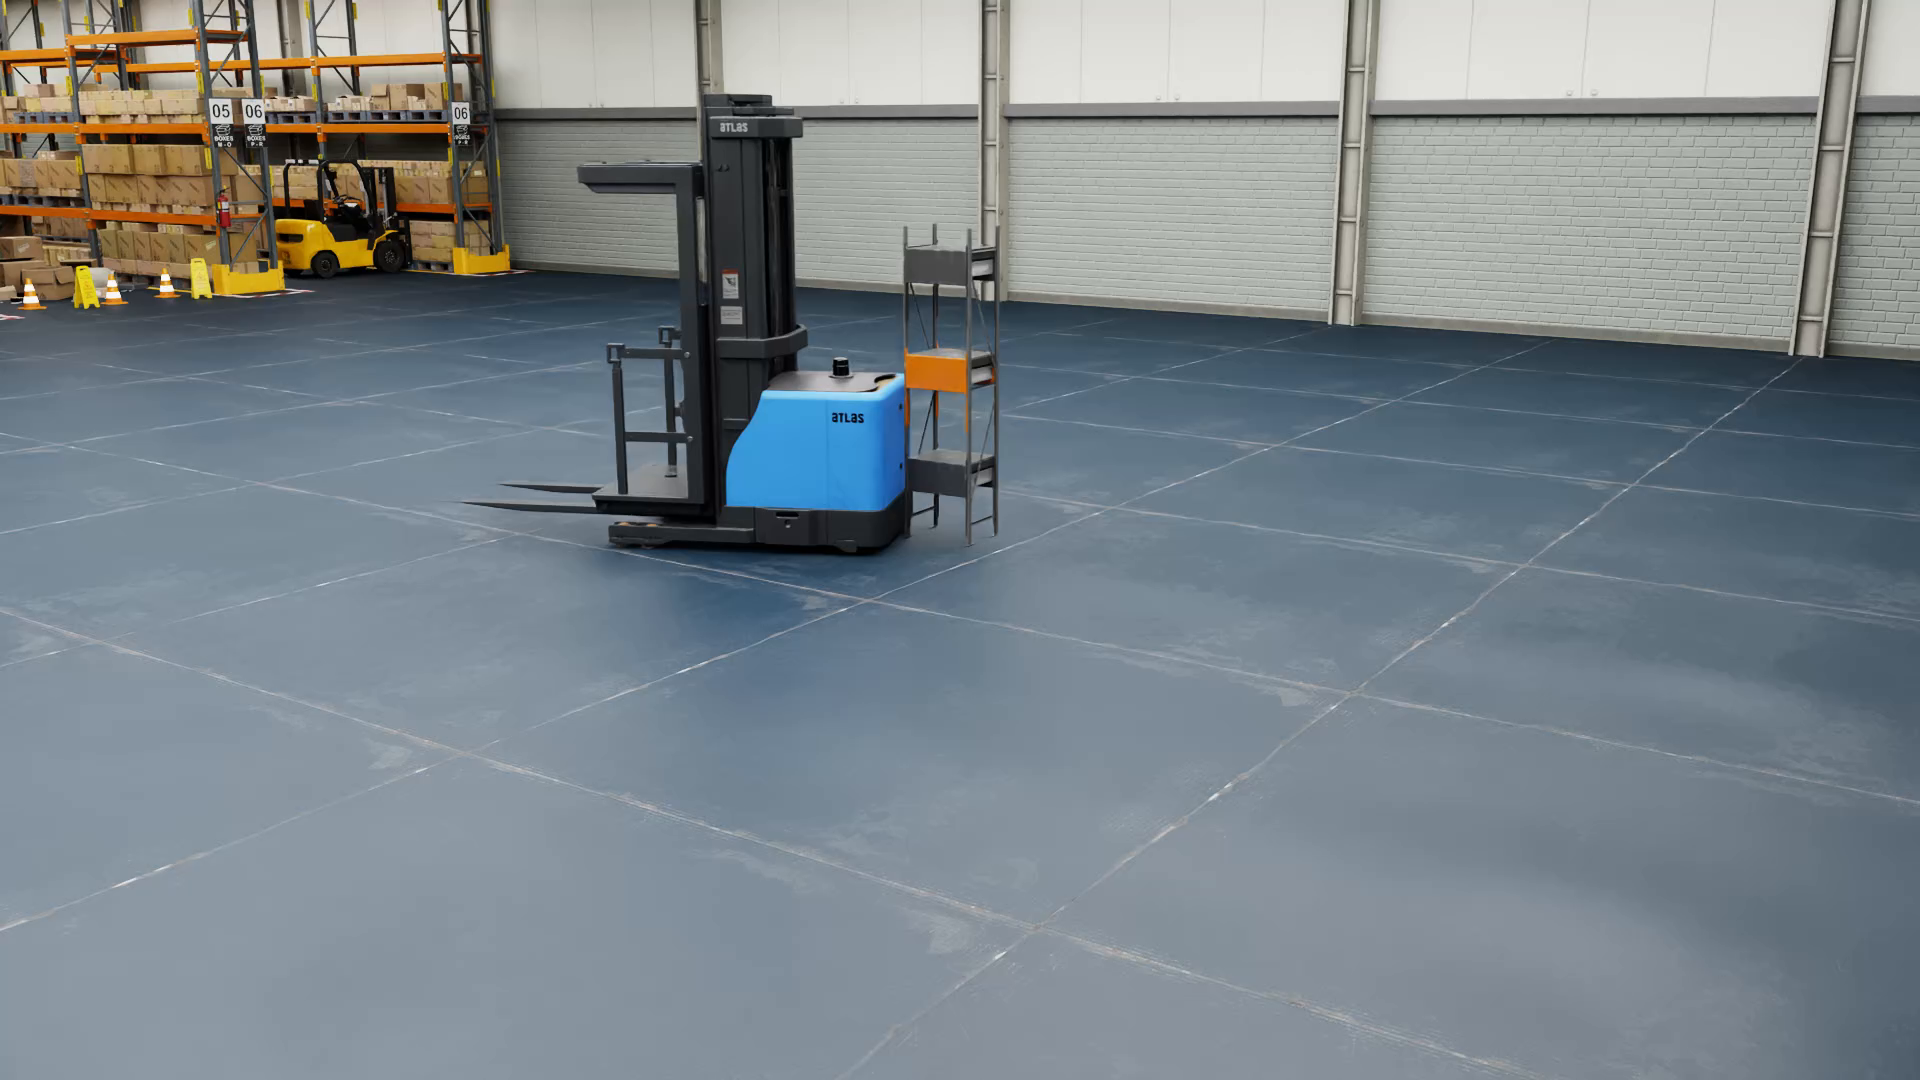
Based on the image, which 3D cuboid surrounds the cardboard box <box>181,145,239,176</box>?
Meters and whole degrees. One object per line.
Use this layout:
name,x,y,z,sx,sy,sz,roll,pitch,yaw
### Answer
cardboard box,-12.657,-6.408,28.061,0.500,0.500,0.700,9,16,31

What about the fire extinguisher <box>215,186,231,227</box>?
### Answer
fire extinguisher,-12.273,-5.560,27.704,0.183,0.674,0.296,9,17,33

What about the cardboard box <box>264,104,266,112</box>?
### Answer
cardboard box,-14.385,-9.009,34.671,0.250,0.149,0.380,9,16,32

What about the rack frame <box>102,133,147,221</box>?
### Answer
rack frame,-19.301,-8.305,38.629,0.127,3.000,1.000,9,17,33

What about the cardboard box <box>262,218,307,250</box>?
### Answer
cardboard box,-14.367,-6.557,35.636,0.625,0.625,0.875,8,16,31

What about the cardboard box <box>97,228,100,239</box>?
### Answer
cardboard box,-20.224,-7.245,39.166,0.258,0.266,0.396,10,17,35

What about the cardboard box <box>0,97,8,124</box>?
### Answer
cardboard box,-17.968,-8.154,31.568,0.500,0.500,0.700,9,17,33

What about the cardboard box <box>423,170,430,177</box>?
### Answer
cardboard box,-10.198,-7.125,32.305,0.250,0.149,0.380,10,17,34

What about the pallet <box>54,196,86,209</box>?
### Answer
pallet,-15.983,-6.280,30.849,1.213,0.211,1.003,9,17,33

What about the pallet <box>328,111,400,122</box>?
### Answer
pallet,-11.941,-8.536,33.504,1.213,0.211,1.003,9,17,33

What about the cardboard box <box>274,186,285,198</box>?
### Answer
cardboard box,-14.042,-7.313,34.937,0.500,0.250,0.500,9,17,33

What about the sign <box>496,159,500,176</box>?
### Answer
sign,-9.029,-7.264,32.458,0.005,0.325,0.100,9,17,33

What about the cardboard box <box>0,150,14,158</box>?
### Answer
cardboard box,-19.022,-7.427,32.794,0.500,0.500,0.500,9,16,31

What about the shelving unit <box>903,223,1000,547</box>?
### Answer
shelving unit,-0.055,-1.042,11.161,0.503,2.100,0.431,8,16,30

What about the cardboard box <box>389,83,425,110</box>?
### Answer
cardboard box,-10.641,-8.620,32.372,0.500,0.500,0.700,9,17,33

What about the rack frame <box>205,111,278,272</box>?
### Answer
rack frame,-12.111,-5.705,28.128,0.127,3.000,1.000,9,17,33

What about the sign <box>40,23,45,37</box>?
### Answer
sign,-22.294,-12.391,40.380,0.005,0.325,0.100,9,17,33

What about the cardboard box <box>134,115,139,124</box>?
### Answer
cardboard box,-14.027,-7.278,28.761,0.250,0.149,0.380,9,17,33

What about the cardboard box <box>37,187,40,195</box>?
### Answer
cardboard box,-17.011,-6.533,31.121,0.250,0.149,0.380,9,16,31

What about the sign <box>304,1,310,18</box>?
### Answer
sign,-12.956,-10.526,33.009,0.005,0.325,0.100,9,17,33

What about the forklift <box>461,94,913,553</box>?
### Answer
forklift,-1.896,-1.486,11.228,3.031,2.935,1.130,2,14,9

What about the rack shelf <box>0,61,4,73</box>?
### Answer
rack shelf,-20.409,-9.415,32.959,4.000,0.370,1.077,9,17,33

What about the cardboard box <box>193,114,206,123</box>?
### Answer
cardboard box,-12.563,-7.031,27.766,0.250,0.149,0.380,9,17,33

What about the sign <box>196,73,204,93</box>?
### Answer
sign,-12.437,-7.483,27.225,0.005,0.325,0.100,9,17,33

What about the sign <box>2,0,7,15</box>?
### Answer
sign,-18.454,-10.292,32.062,0.005,0.325,0.100,9,17,33

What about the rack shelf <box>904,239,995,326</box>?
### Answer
rack shelf,-0.055,-1.708,10.997,0.480,0.518,0.431,8,16,30

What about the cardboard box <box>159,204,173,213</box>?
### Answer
cardboard box,-13.641,-5.748,28.825,0.250,0.149,0.380,9,17,32

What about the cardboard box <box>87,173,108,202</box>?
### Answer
cardboard box,-15.221,-6.320,29.784,0.500,0.500,0.500,9,17,33

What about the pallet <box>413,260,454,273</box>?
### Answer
pallet,-10.002,-5.436,32.844,1.213,0.211,1.003,9,17,33

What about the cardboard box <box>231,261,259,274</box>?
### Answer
cardboard box,-12.626,-4.738,29.068,0.500,0.250,0.500,9,17,32

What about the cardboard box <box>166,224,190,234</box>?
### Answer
cardboard box,-13.470,-5.379,28.747,0.250,0.149,0.380,10,17,34

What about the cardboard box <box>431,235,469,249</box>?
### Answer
cardboard box,-9.922,-5.810,32.360,0.500,0.250,0.500,9,16,32

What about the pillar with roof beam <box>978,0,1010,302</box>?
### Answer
pillar with roof beam,-1.864,-7.413,22.542,0.400,9.000,9.100,9,17,33

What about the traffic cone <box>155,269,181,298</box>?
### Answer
traffic cone,-13.188,-4.274,27.627,0.334,0.463,0.336,9,17,33

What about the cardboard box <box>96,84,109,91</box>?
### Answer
cardboard box,-16.110,-8.295,30.743,0.500,0.250,0.500,9,16,32

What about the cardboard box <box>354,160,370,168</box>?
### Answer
cardboard box,-11.924,-7.533,33.335,0.250,0.149,0.380,10,17,34

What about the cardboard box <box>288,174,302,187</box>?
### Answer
cardboard box,-13.644,-7.484,34.586,0.500,0.250,0.500,9,16,31

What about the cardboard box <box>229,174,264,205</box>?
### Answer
cardboard box,-12.349,-6.017,28.560,0.500,0.500,0.500,9,16,32

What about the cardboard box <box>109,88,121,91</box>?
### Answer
cardboard box,-19.246,-10.127,37.706,0.258,0.266,0.396,9,17,32

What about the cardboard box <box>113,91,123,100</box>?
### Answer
cardboard box,-14.468,-7.725,28.910,0.250,0.149,0.380,9,16,31

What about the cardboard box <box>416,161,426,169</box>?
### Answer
cardboard box,-10.378,-7.314,32.450,0.250,0.149,0.380,9,17,33

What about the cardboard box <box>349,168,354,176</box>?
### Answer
cardboard box,-12.098,-7.436,33.563,0.250,0.149,0.380,9,17,33

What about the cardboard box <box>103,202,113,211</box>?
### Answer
cardboard box,-15.109,-5.990,29.801,0.250,0.149,0.380,10,17,34

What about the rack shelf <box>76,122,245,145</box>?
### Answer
rack shelf,-13.771,-7.080,28.937,4.000,0.370,1.077,9,17,33

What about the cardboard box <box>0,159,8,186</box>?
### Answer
cardboard box,-18.069,-7.000,31.657,0.500,0.500,0.500,10,17,36

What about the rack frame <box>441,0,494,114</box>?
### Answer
rack frame,-9.344,-9.607,31.407,0.127,3.000,1.000,9,17,33

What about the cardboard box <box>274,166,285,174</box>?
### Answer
cardboard box,-14.147,-7.762,34.880,0.250,0.149,0.380,9,17,33

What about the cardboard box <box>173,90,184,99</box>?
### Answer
cardboard box,-12.971,-7.486,27.941,0.250,0.149,0.380,9,16,32

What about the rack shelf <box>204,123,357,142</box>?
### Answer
rack shelf,-14.322,-8.607,35.104,4.000,0.370,1.077,9,17,33

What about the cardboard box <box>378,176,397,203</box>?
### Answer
cardboard box,-11.173,-6.963,33.000,0.500,0.500,0.500,9,17,33

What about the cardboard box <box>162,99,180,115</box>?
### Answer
cardboard box,-13.095,-7.318,28.094,0.500,0.250,0.500,9,16,32

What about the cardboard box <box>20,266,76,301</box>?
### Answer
cardboard box,-14.981,-4.224,27.340,0.637,0.503,0.797,-1,14,-6
